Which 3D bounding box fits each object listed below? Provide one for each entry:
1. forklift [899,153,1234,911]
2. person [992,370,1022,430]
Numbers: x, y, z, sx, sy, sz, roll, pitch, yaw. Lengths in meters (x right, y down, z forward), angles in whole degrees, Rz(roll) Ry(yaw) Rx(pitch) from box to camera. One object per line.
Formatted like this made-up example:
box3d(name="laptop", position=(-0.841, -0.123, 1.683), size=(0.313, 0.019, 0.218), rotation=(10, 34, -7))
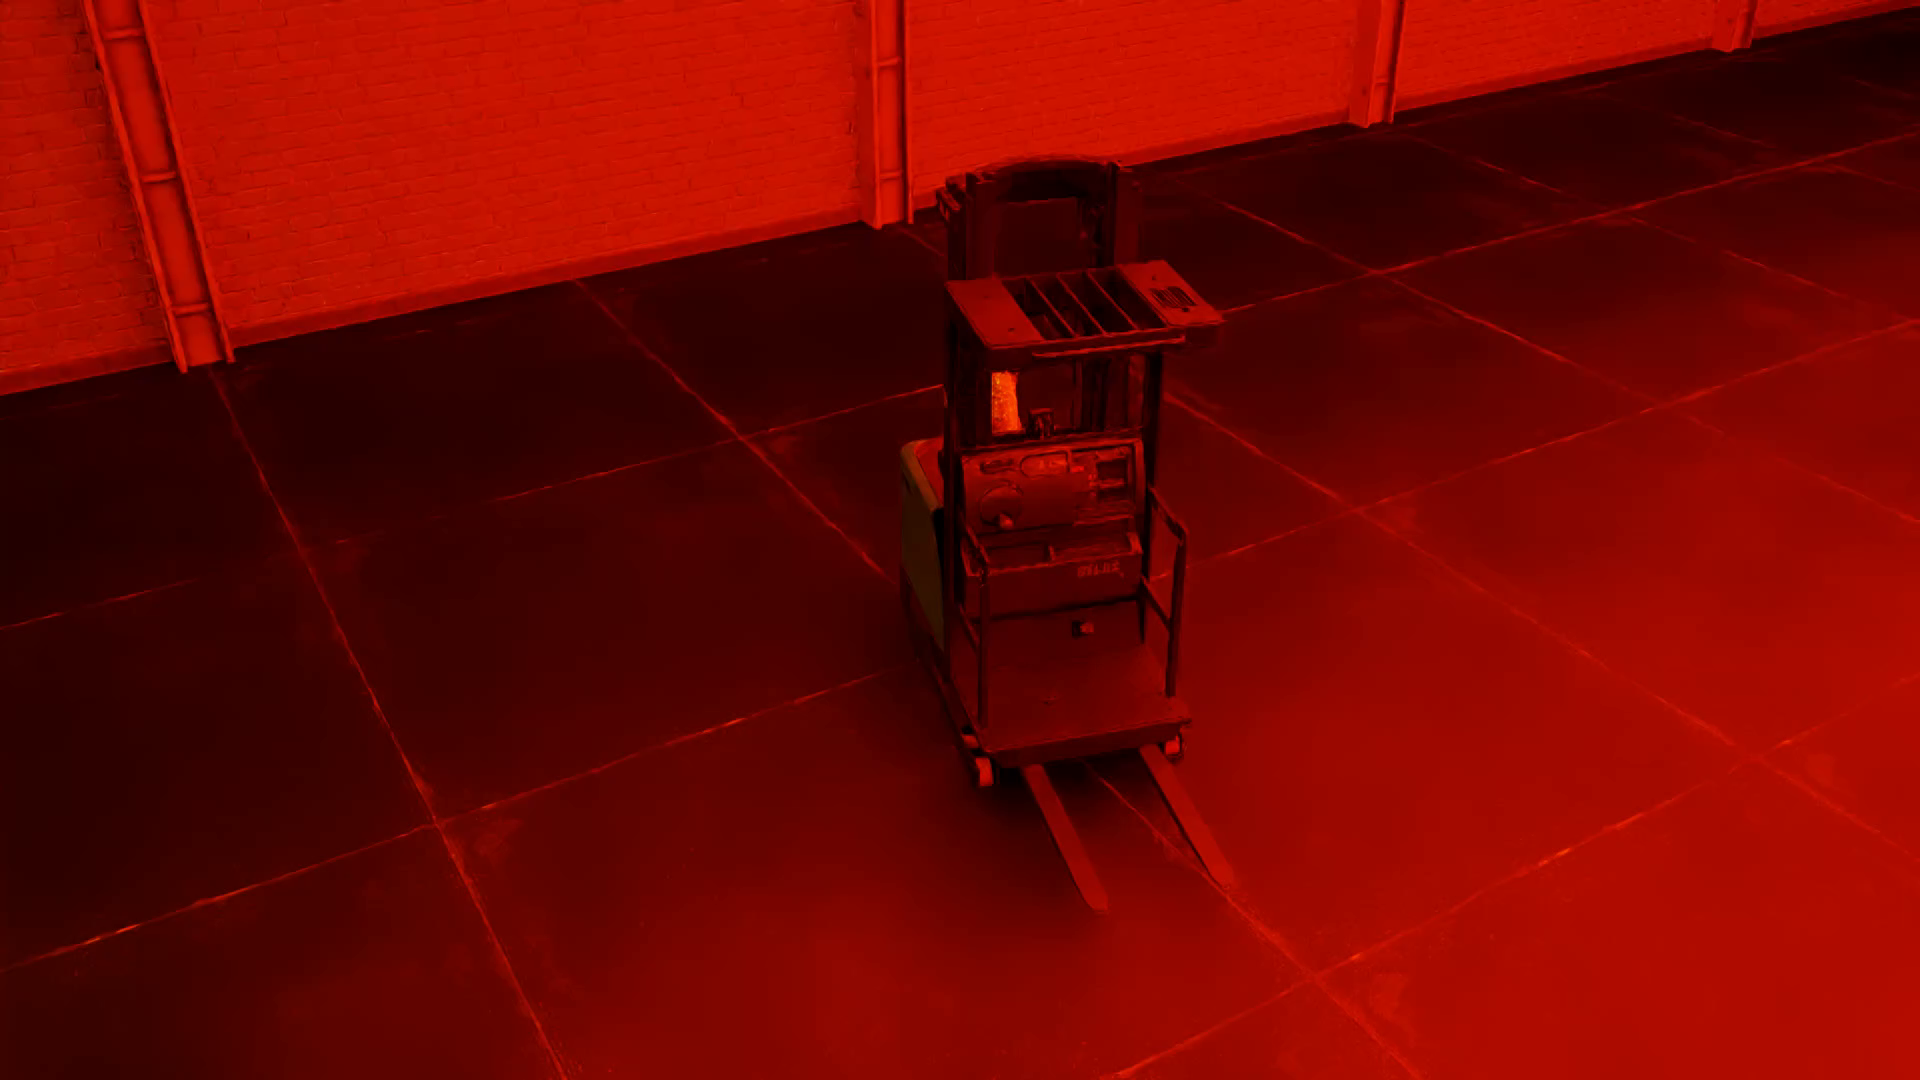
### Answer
box3d(name="forklift", position=(0.522, -0.227, 8.026), size=(1.130, 2.935, 3.031), rotation=(-8, 32, -13))
box3d(name="person", position=(0.271, -0.818, 10.225), size=(0.830, 1.619, 0.617), rotation=(-20, 36, -30))
